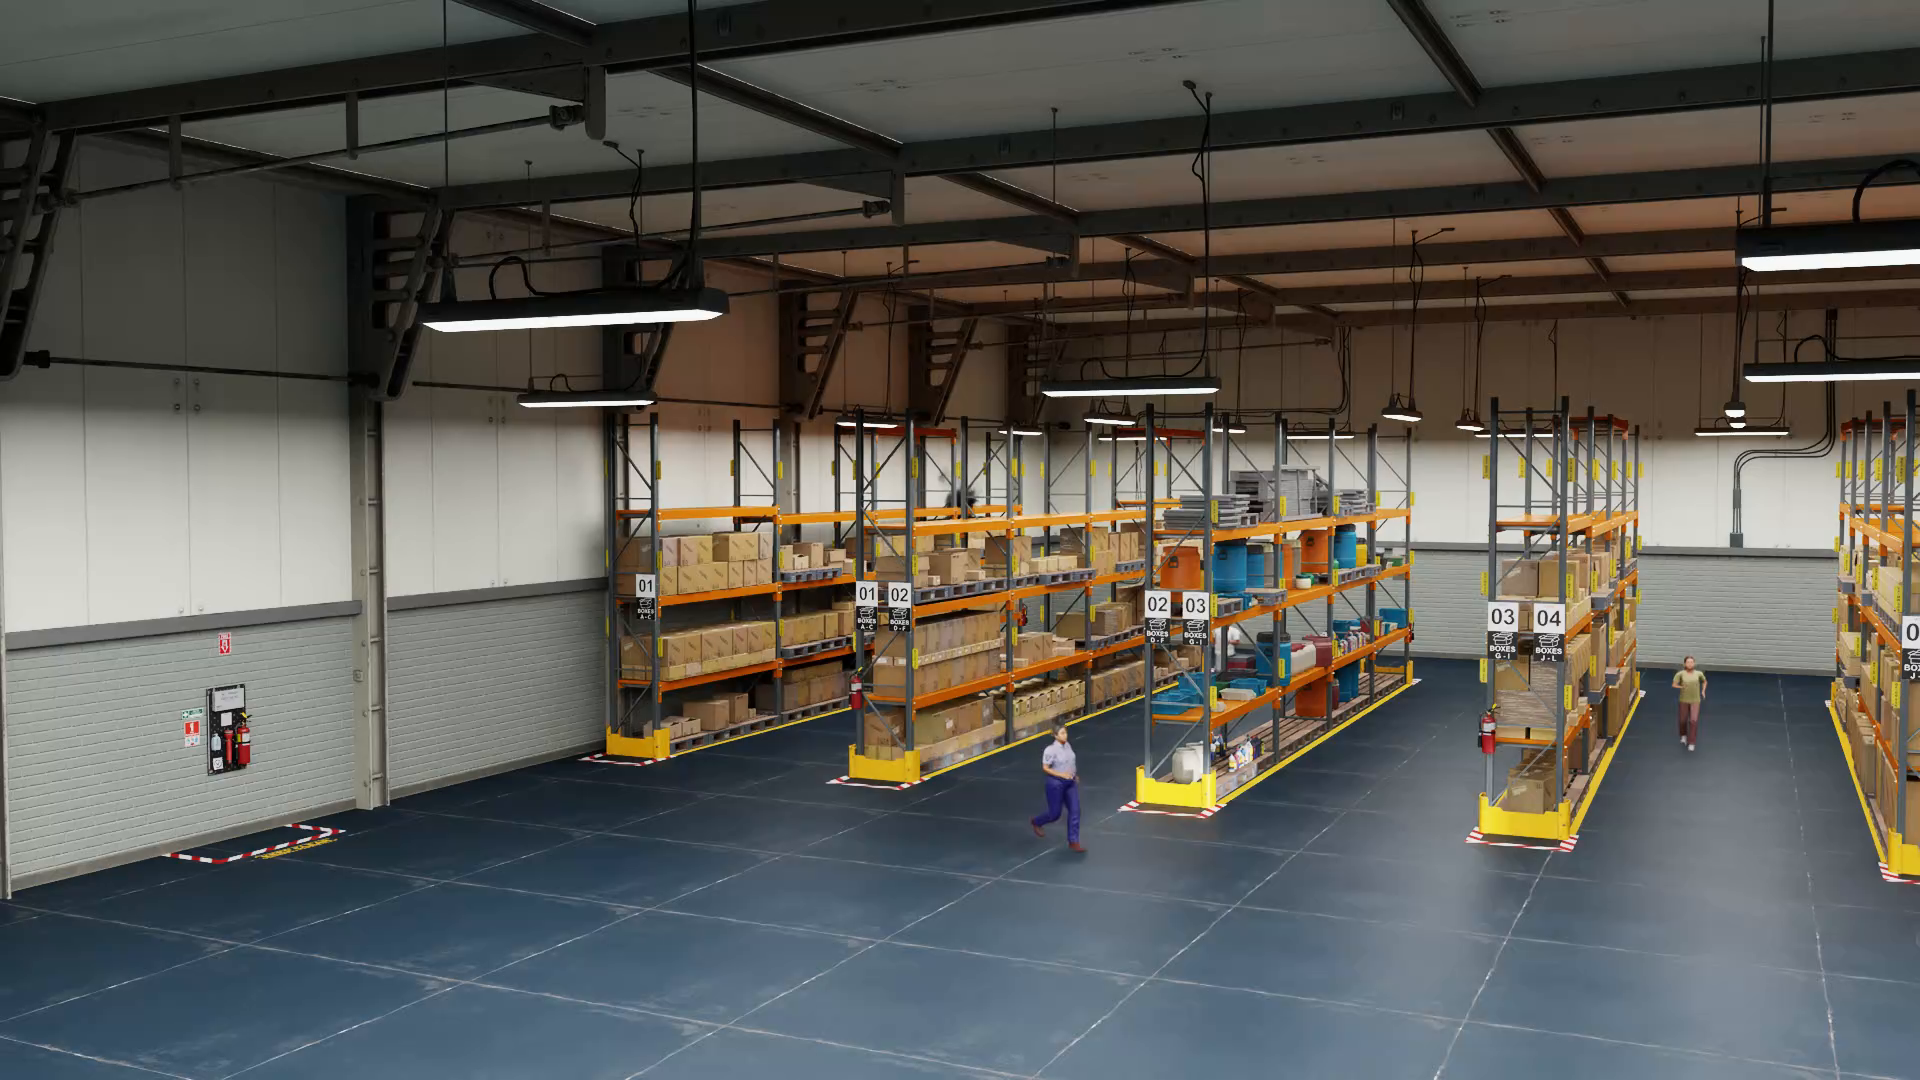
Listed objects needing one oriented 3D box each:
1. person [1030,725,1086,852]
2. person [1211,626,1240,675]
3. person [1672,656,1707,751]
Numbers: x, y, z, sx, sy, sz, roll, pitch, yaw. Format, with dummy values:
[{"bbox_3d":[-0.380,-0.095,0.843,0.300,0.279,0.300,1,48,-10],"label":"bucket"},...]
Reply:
[{"bbox_3d":[1.321,3.259,22.017,0.613,1.635,0.880,-2,3,-43],"label":"person"},{"bbox_3d":[5.880,2.558,36.945,0.677,1.823,0.807,1,2,16],"label":"person"},{"bbox_3d":[13.053,2.897,29.763,0.579,1.647,0.963,1,3,23],"label":"person"}]
